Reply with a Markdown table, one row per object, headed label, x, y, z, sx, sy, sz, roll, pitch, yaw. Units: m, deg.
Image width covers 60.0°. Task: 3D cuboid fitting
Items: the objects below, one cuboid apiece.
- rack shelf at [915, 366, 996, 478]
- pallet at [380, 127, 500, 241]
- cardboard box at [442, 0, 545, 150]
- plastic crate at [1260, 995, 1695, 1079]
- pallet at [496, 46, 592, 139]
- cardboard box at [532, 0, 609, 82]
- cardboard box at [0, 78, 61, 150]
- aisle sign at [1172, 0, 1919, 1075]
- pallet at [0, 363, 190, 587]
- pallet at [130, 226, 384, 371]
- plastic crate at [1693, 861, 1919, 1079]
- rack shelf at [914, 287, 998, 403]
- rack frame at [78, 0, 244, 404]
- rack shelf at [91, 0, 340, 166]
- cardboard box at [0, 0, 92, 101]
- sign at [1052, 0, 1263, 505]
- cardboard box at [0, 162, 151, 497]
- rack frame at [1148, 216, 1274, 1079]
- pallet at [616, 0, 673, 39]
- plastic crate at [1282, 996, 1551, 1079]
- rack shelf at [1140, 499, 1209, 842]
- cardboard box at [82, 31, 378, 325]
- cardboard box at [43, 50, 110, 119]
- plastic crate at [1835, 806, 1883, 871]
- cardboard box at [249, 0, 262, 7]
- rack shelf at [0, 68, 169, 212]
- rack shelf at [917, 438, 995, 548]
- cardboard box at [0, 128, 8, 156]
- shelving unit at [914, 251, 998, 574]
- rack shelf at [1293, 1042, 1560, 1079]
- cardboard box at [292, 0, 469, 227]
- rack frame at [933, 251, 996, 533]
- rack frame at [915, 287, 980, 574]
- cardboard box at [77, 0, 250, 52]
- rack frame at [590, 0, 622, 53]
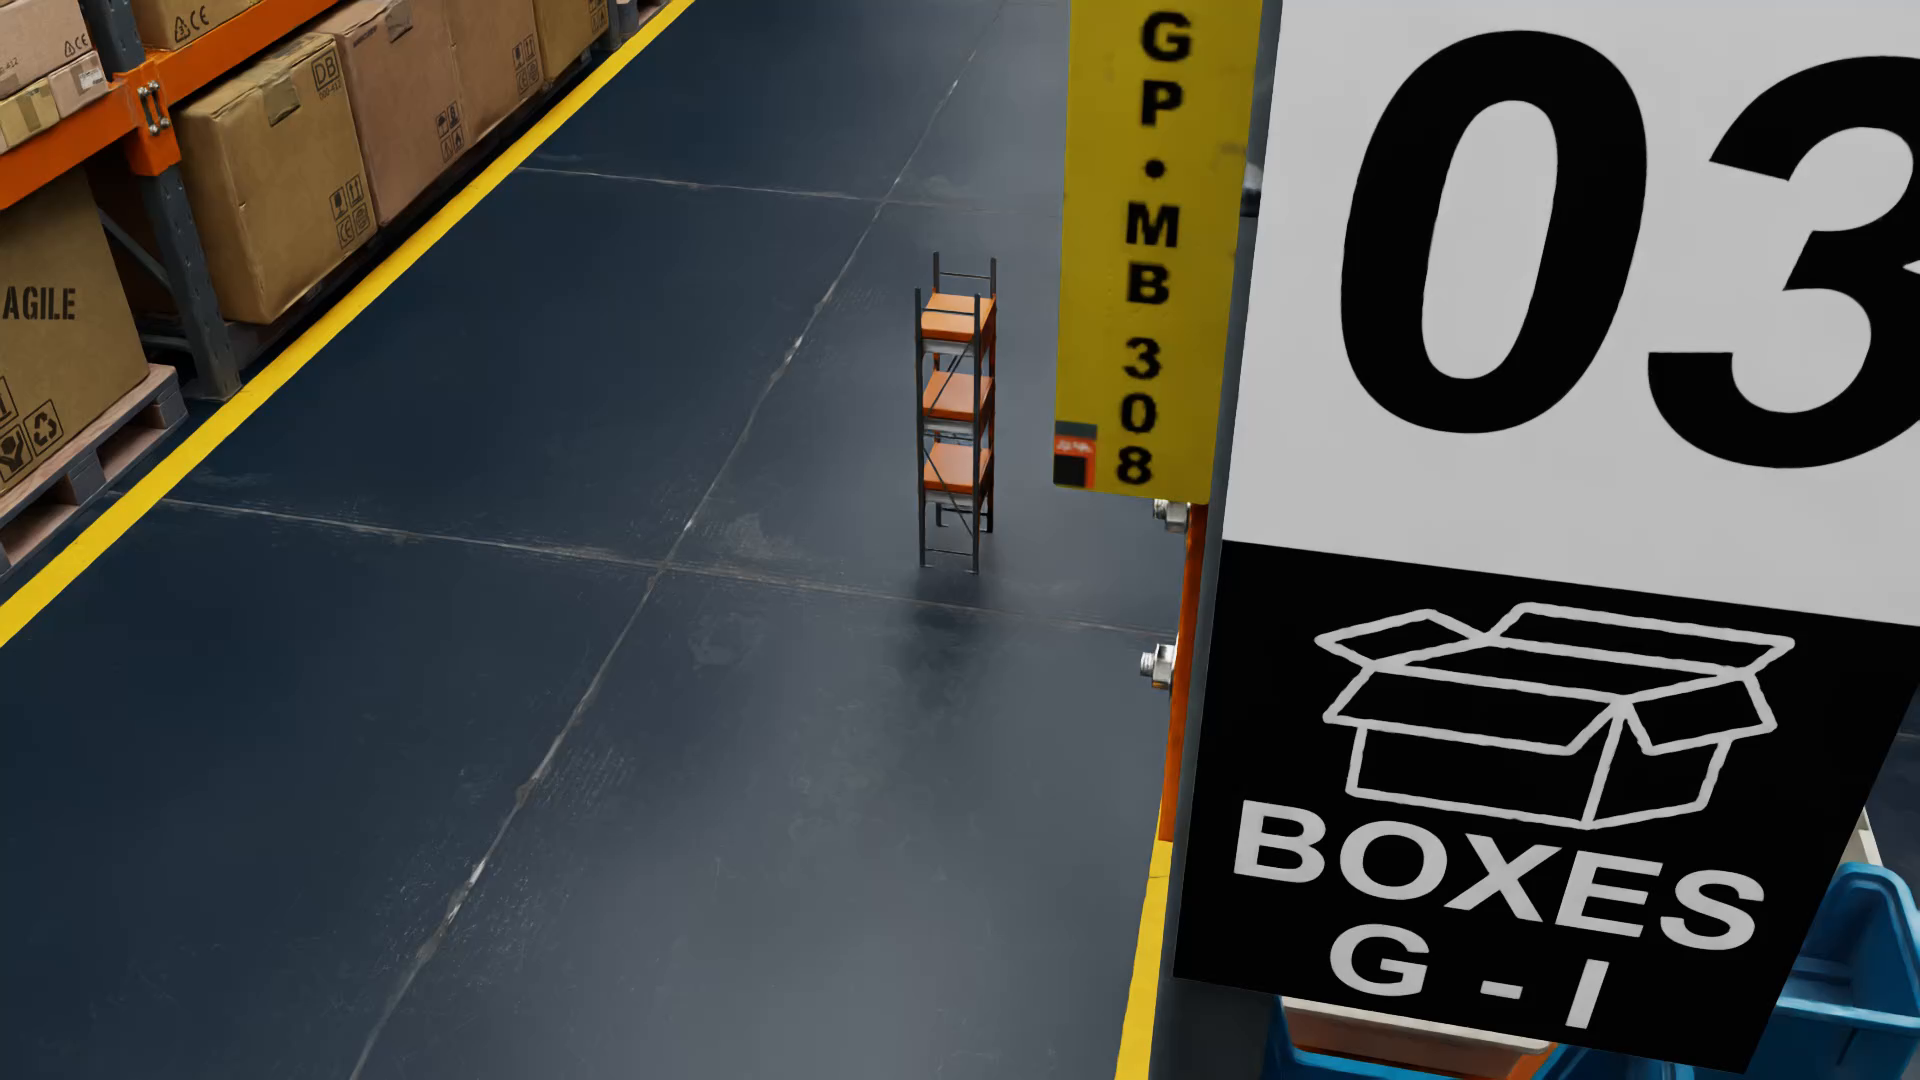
| label | x | y | z | sx | sy | sz | roll | pitch | yaw |
| --- | --- | --- | --- | --- | --- | --- | --- | --- | --- |
| rack shelf | -0.011 | -0.386 | 5.406 | 0.215 | 0.259 | 0.240 | 7 | 37 | 10 |
| pallet | -2.986 | -1.867 | 8.146 | 1.003 | 0.211 | 1.213 | 7 | 37 | 10 |
| cardboard box | -2.847 | -2.543 | 8.155 | 1.225 | 0.875 | 0.875 | 7 | 37 | 10 |
| plastic crate | 0.538 | 0.817 | 1.985 | 0.616 | 0.435 | 0.499 | 7 | 37 | 10 |
| pallet | -2.723 | -2.565 | 9.109 | 1.003 | 0.211 | 1.213 | 7 | 37 | 10 |
| cardboard box | -2.649 | -3.053 | 8.859 | 1.225 | 0.875 | 0.875 | 6 | 36 | 8 |
| cardboard box | -3.136 | -1.377 | 5.309 | 0.380 | 0.149 | 0.250 | 8 | 37 | 11 |
| aisle sign | 0.347 | 0.023 | 0.947 | 0.394 | 0.787 | 0.004 | 7 | 37 | 10 |
| pallet | -3.575 | -0.288 | 5.967 | 1.003 | 0.211 | 1.213 | 7 | 37 | 10 |
| pallet | -3.245 | -1.166 | 7.178 | 1.003 | 0.211 | 1.213 | 7 | 37 | 10 |
| plastic crate | 1.163 | 0.637 | 2.407 | 0.416 | 0.233 | 0.300 | 7 | 37 | 10 |
| rack shelf | -0.011 | -0.616 | 5.239 | 0.215 | 0.259 | 0.240 | 7 | 37 | 10 |
| rack frame | -3.336 | -1.843 | 5.737 | 1.000 | 3.000 | 0.127 | 7 | 37 | 10 |
| rack shelf | -2.909 | -2.698 | 7.530 | 1.077 | 0.370 | 4.000 | 7 | 37 | 10 |
| cardboard box | -3.174 | -1.617 | 5.299 | 0.500 | 0.250 | 0.500 | 7 | 36 | 9 |
| sign | 0.108 | -0.161 | 0.949 | 0.100 | 0.325 | 0.005 | 7 | 37 | 10 |
| cardboard box | -3.555 | -0.784 | 5.729 | 0.875 | 0.875 | 0.875 | 7 | 37 | 10 |
| rack frame | 0.649 | 1.071 | 1.716 | 1.000 | 3.000 | 0.127 | 7 | 37 | 10 |
| pallet | -2.313 | -3.455 | 10.337 | 1.003 | 0.211 | 1.213 | 7 | 37 | 10 |
| plastic crate | 0.646 | 0.663 | 2.452 | 0.396 | 0.136 | 0.243 | 7 | 37 | 10 |
| rack shelf | 1.076 | -0.999 | 2.629 | 1.077 | 0.370 | 4.000 | 7 | 37 | 10 |
| cardboard box | -3.219 | -1.522 | 6.747 | 1.225 | 0.875 | 0.875 | 7 | 37 | 10 |
| cardboard box | -3.081 | -1.525 | 5.513 | 0.380 | 0.149 | 0.250 | 8 | 37 | 10 |
| plastic crate | 1.317 | 0.491 | 2.690 | 0.250 | 0.136 | 0.298 | 7 | 37 | 10 |
| cardboard box | -2.887 | -2.404 | 6.426 | 0.500 | 0.500 | 0.500 | 7 | 37 | 10 |
| rack shelf | -3.763 | -0.405 | 4.366 | 1.077 | 0.370 | 4.000 | 7 | 37 | 10 |
| rack shelf | -0.011 | -0.161 | 5.569 | 0.215 | 0.259 | 0.240 | 7 | 37 | 10 |
| cardboard box | -3.191 | -1.231 | 5.106 | 0.380 | 0.149 | 0.250 | 7 | 36 | 9 |
| shelving unit | -0.011 | -0.394 | 5.400 | 0.215 | 1.050 | 0.252 | 7 | 37 | 10 |
| rack shelf | 1.076 | 0.216 | 3.509 | 1.077 | 0.370 | 4.000 | 7 | 37 | 10 |
| cardboard box | -3.029 | -2.035 | 7.454 | 1.225 | 0.875 | 0.875 | 6 | 36 | 8 |
| rack frame | 0.015 | -0.464 | 5.496 | 0.200 | 1.050 | 0.008 | 7 | 37 | 10 |
| rack frame | -0.038 | -0.324 | 5.303 | 0.200 | 1.050 | 0.008 | 7 | 37 | 10 |
| cardboard box | -2.993 | -2.116 | 6.028 | 0.500 | 0.500 | 0.500 | 7 | 37 | 10 |
| rack frame | -2.481 | -4.136 | 8.901 | 1.000 | 3.000 | 0.127 | 7 | 37 | 10 |
